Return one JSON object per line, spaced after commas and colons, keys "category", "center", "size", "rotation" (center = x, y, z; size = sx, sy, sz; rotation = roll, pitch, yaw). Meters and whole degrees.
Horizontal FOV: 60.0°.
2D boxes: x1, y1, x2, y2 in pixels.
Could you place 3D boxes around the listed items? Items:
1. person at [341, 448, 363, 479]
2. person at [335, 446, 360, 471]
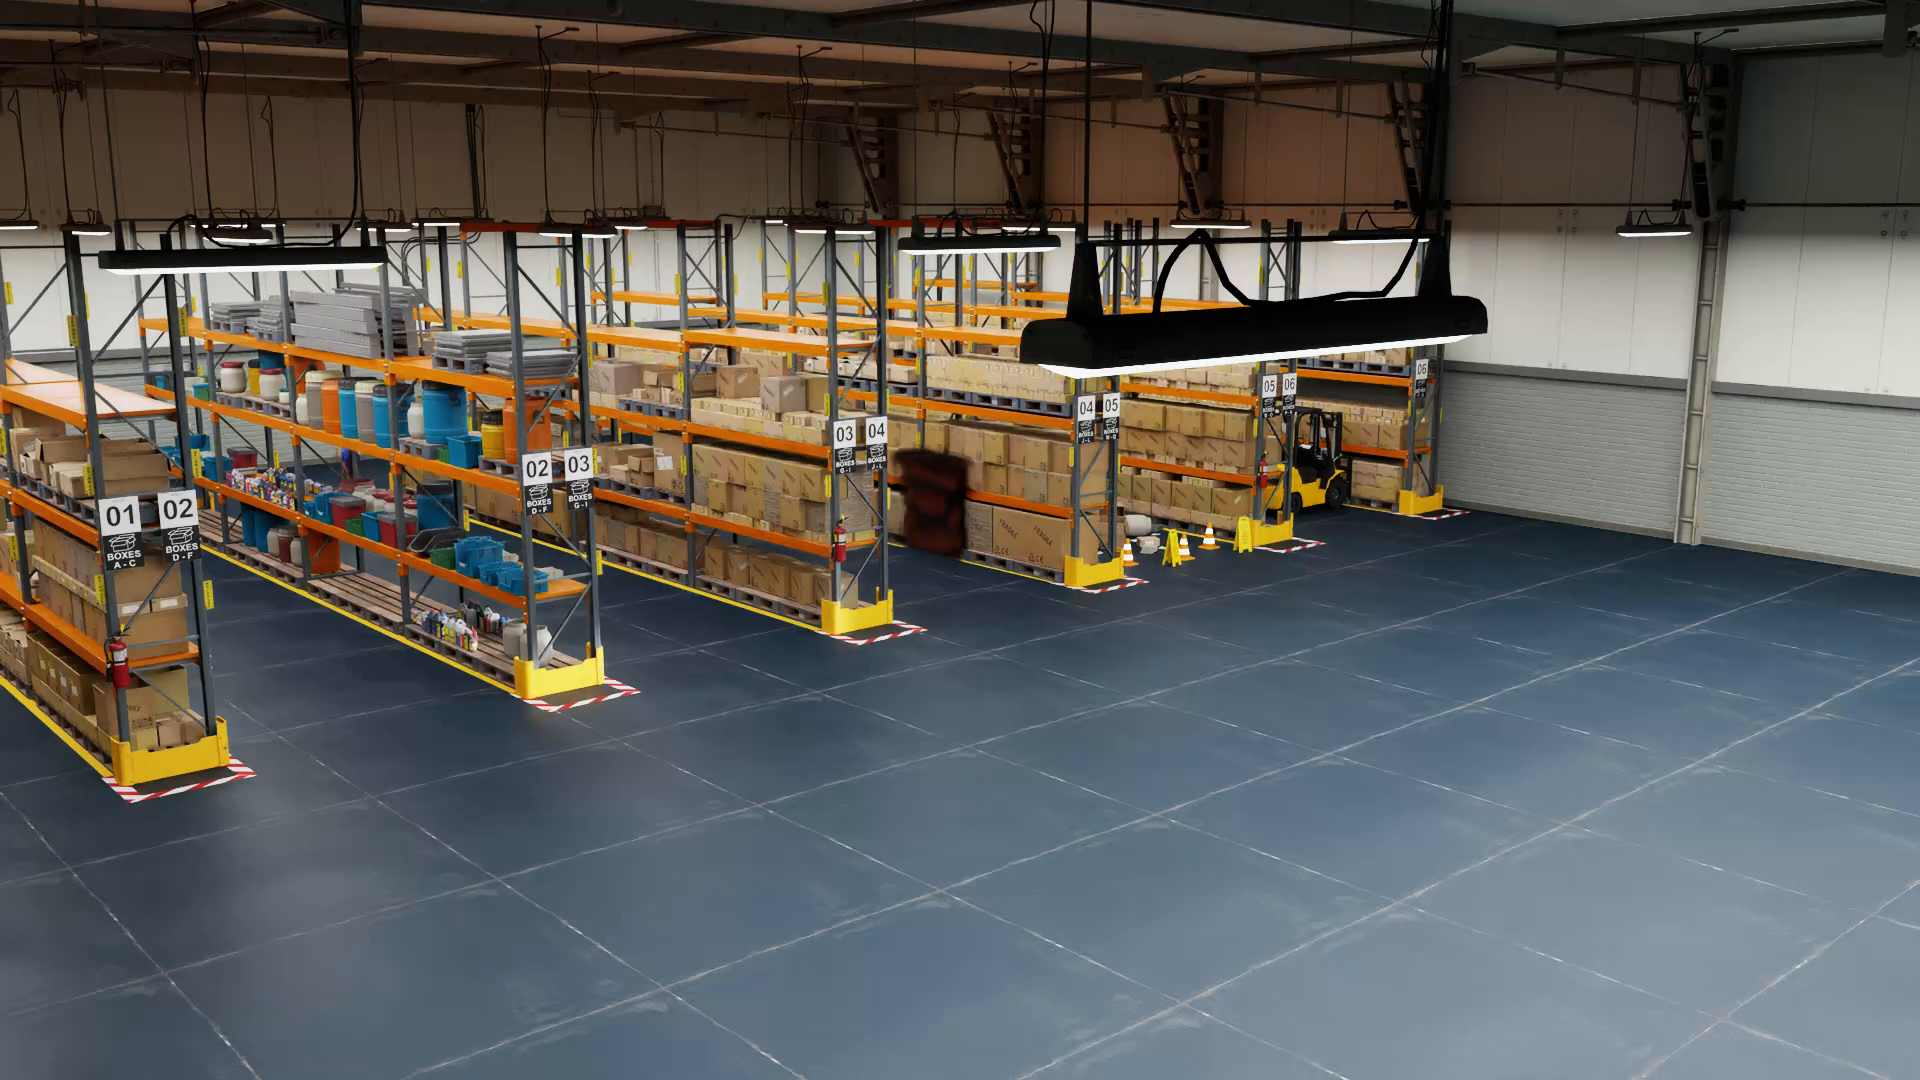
{"category": "person", "center": [-12.661, -1.372, 34.570], "size": [0.920, 1.614, 0.435], "rotation": [11, 16, 43]}
{"category": "person", "center": [-13.901, -2.022, 37.731], "size": [0.509, 1.620, 1.070], "rotation": [-5, 12, -22]}
